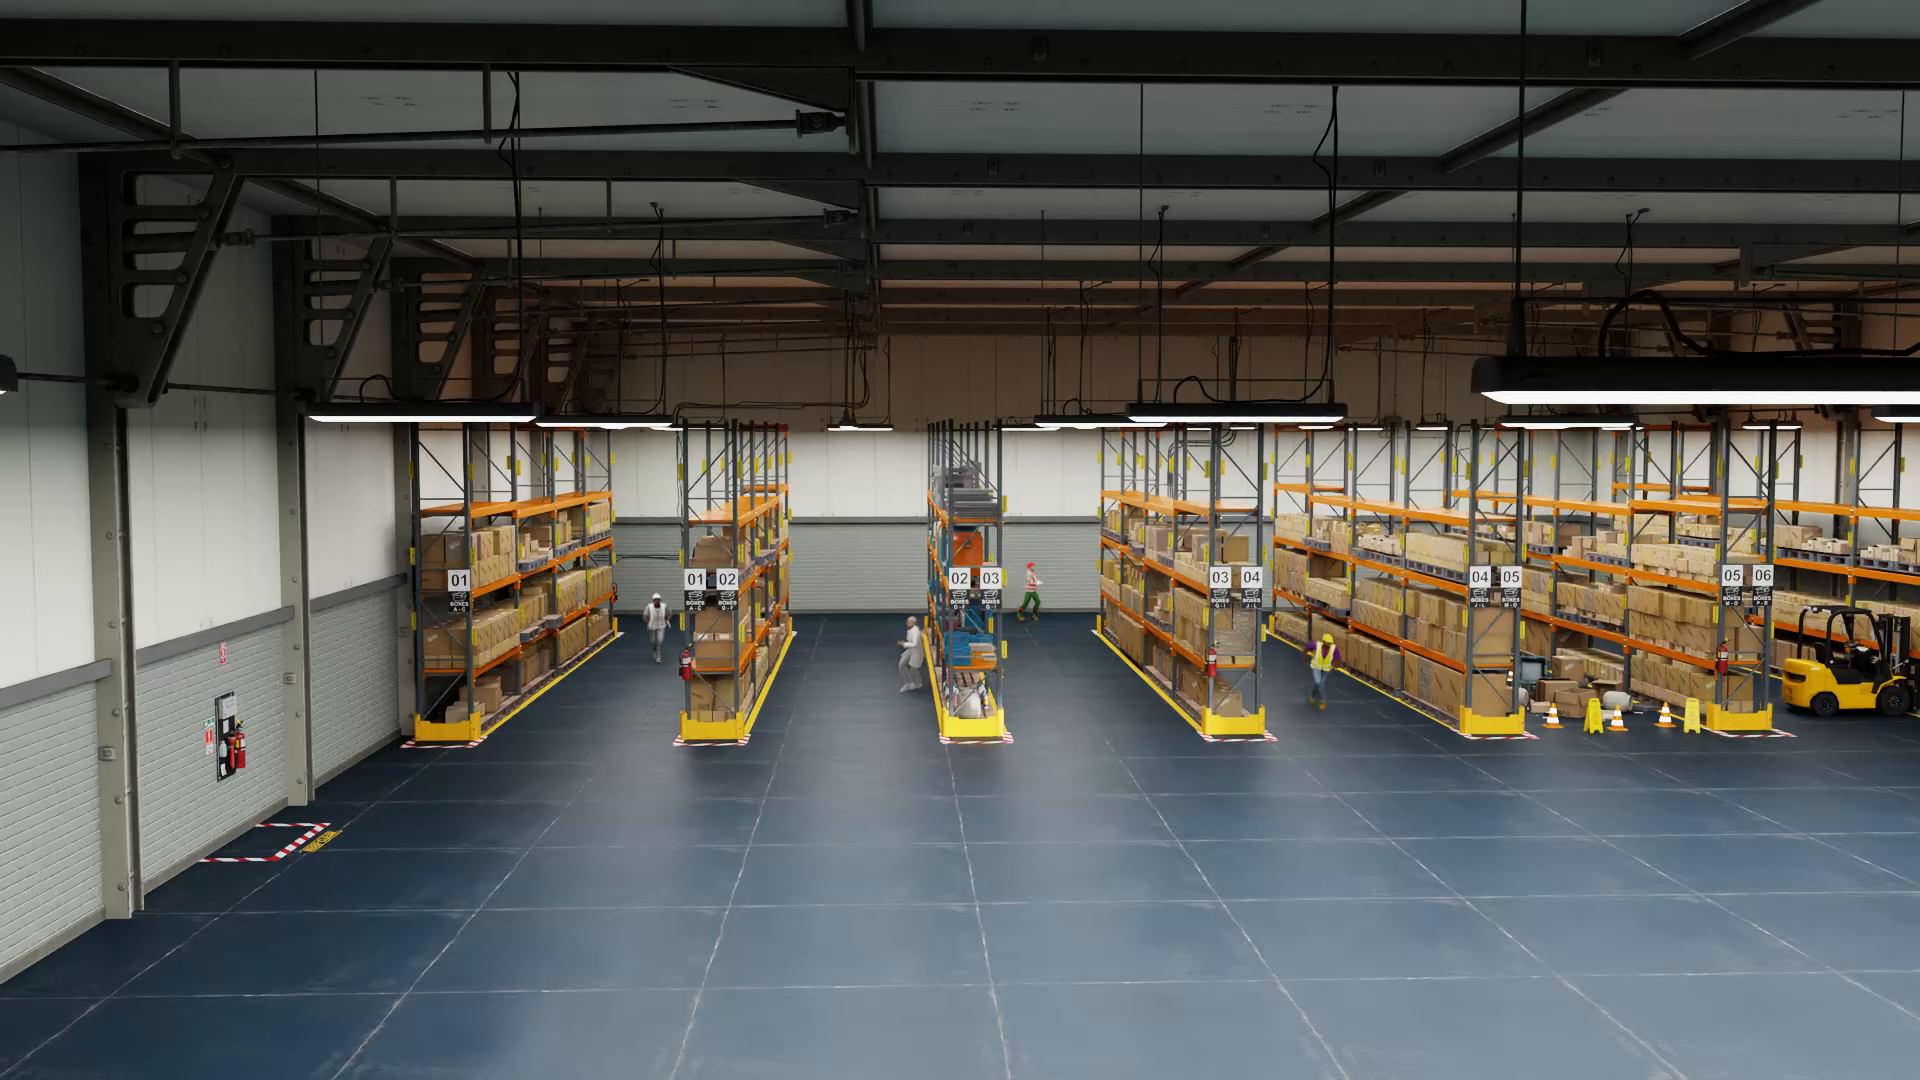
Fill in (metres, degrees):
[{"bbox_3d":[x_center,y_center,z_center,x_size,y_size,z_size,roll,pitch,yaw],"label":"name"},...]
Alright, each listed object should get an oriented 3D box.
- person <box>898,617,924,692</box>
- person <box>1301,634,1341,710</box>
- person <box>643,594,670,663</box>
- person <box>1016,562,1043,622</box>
[{"bbox_3d":[-1.037,2.513,36.703,0.774,1.680,0.842,-2,4,-33],"label":"person"},{"bbox_3d":[7.509,2.692,34.610,0.725,1.577,1.101,0,4,-3],"label":"person"},{"bbox_3d":[-7.607,2.193,41.700,0.685,1.730,0.774,-1,4,-12],"label":"person"},{"bbox_3d":[2.139,1.596,50.489,0.859,1.842,0.658,1,4,19],"label":"person"}]
